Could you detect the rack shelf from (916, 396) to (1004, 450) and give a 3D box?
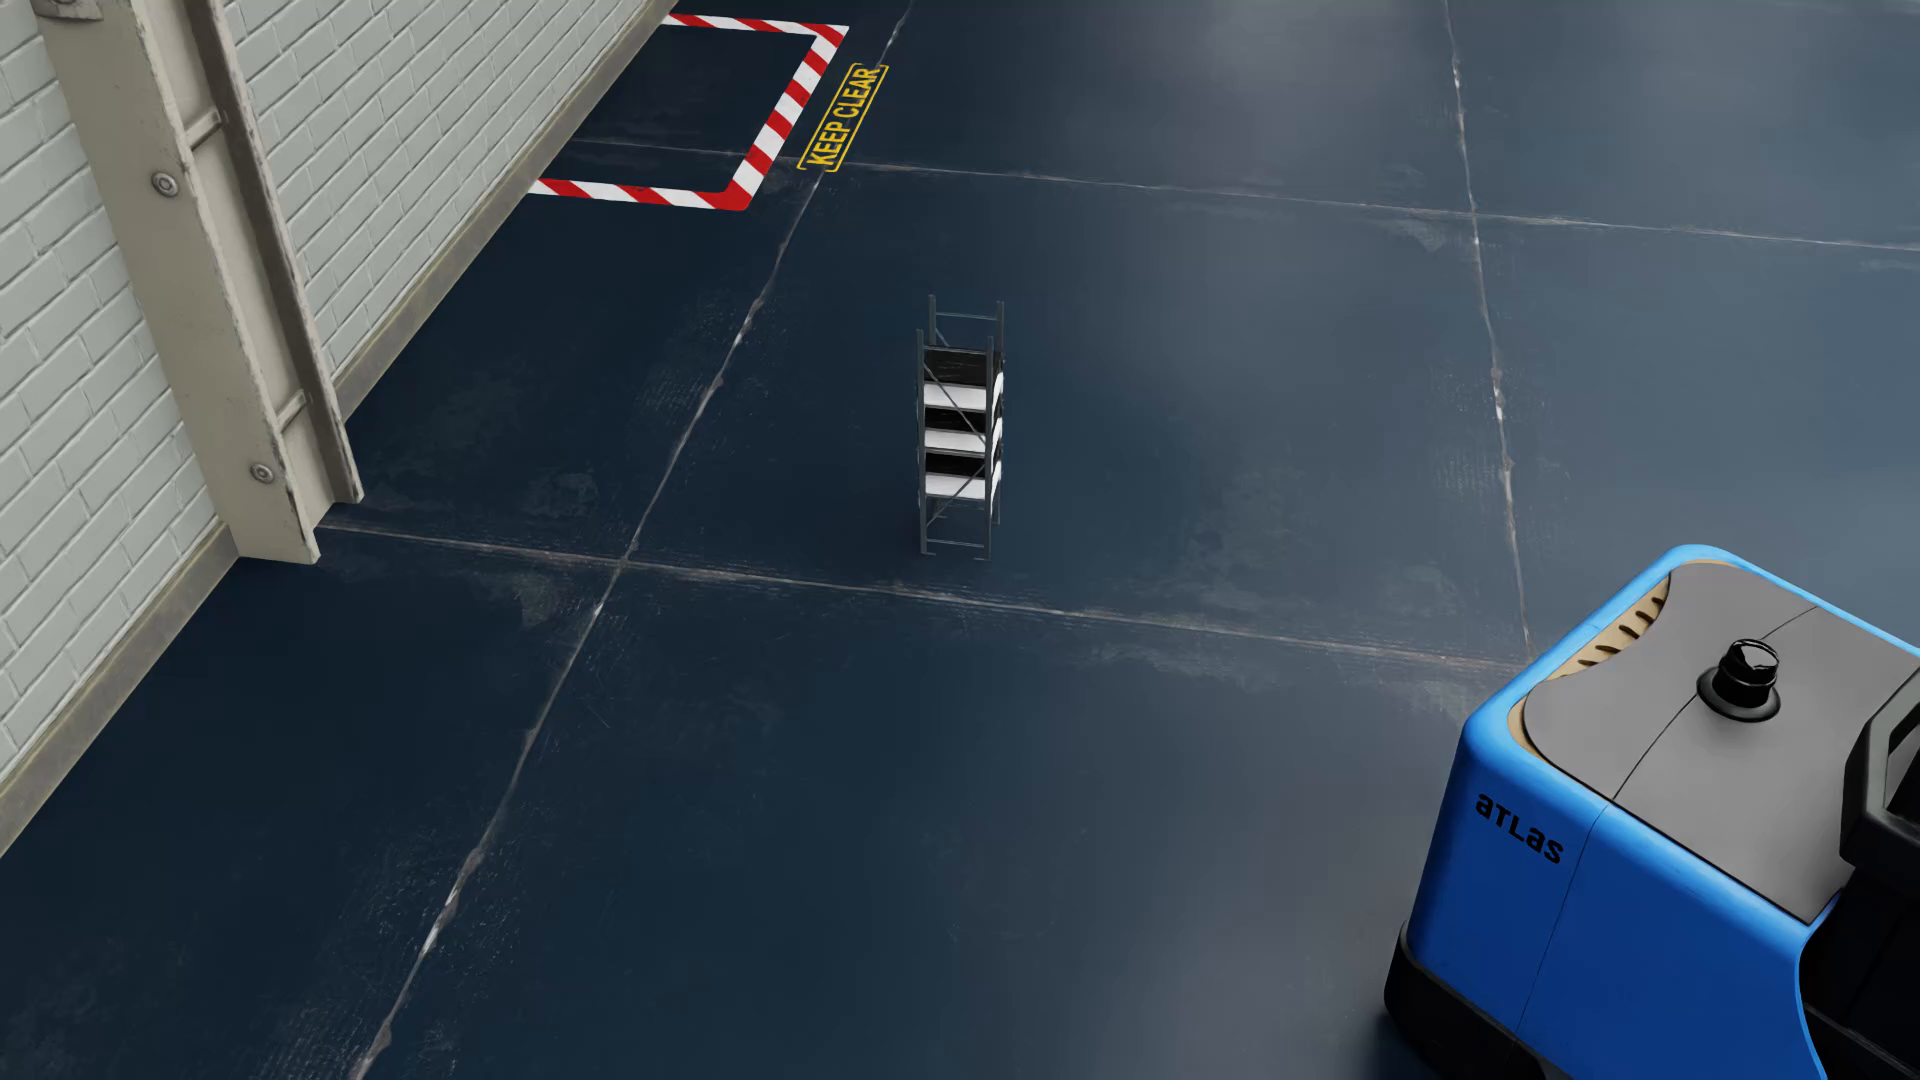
[{"bbox_3d":[0.001,-0.396,5.433,0.258,0.077,0.200,6,40,8],"label":"rack shelf"}]

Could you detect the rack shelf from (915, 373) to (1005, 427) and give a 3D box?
[{"bbox_3d":[0.001,-0.465,5.376,0.258,0.077,0.200,6,40,8],"label":"rack shelf"}]

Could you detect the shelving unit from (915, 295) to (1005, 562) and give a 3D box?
[{"bbox_3d":[0.001,-0.352,5.469,0.258,0.900,0.210,6,40,8],"label":"shelving unit"}]

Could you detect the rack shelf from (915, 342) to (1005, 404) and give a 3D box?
[{"bbox_3d":[0.001,-0.534,5.319,0.258,0.077,0.200,6,40,8],"label":"rack shelf"}]

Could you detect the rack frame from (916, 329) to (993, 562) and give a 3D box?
[{"bbox_3d":[-0.016,-0.288,5.392,0.240,0.900,0.006,6,40,8],"label":"rack frame"}]

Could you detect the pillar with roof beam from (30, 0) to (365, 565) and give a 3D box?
[{"bbox_3d":[1.927,-3.051,2.378,9.100,9.000,0.400,6,40,8],"label":"pillar with roof beam"}]

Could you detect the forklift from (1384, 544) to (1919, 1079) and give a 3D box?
[{"bbox_3d":[2.438,0.584,2.743,1.130,2.935,3.031,-30,48,-31],"label":"forklift"}]

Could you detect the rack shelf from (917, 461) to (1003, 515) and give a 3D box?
[{"bbox_3d":[0.001,-0.187,5.605,0.258,0.077,0.200,6,40,8],"label":"rack shelf"}]

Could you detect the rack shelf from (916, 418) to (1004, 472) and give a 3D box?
[{"bbox_3d":[0.001,-0.326,5.491,0.258,0.077,0.200,6,40,8],"label":"rack shelf"}]

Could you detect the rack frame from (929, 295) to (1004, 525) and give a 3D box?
[{"bbox_3d":[0.019,-0.416,5.547,0.240,0.900,0.006,6,40,8],"label":"rack frame"}]

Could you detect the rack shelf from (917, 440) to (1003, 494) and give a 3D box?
[{"bbox_3d":[0.001,-0.257,5.548,0.258,0.077,0.200,6,40,8],"label":"rack shelf"}]
